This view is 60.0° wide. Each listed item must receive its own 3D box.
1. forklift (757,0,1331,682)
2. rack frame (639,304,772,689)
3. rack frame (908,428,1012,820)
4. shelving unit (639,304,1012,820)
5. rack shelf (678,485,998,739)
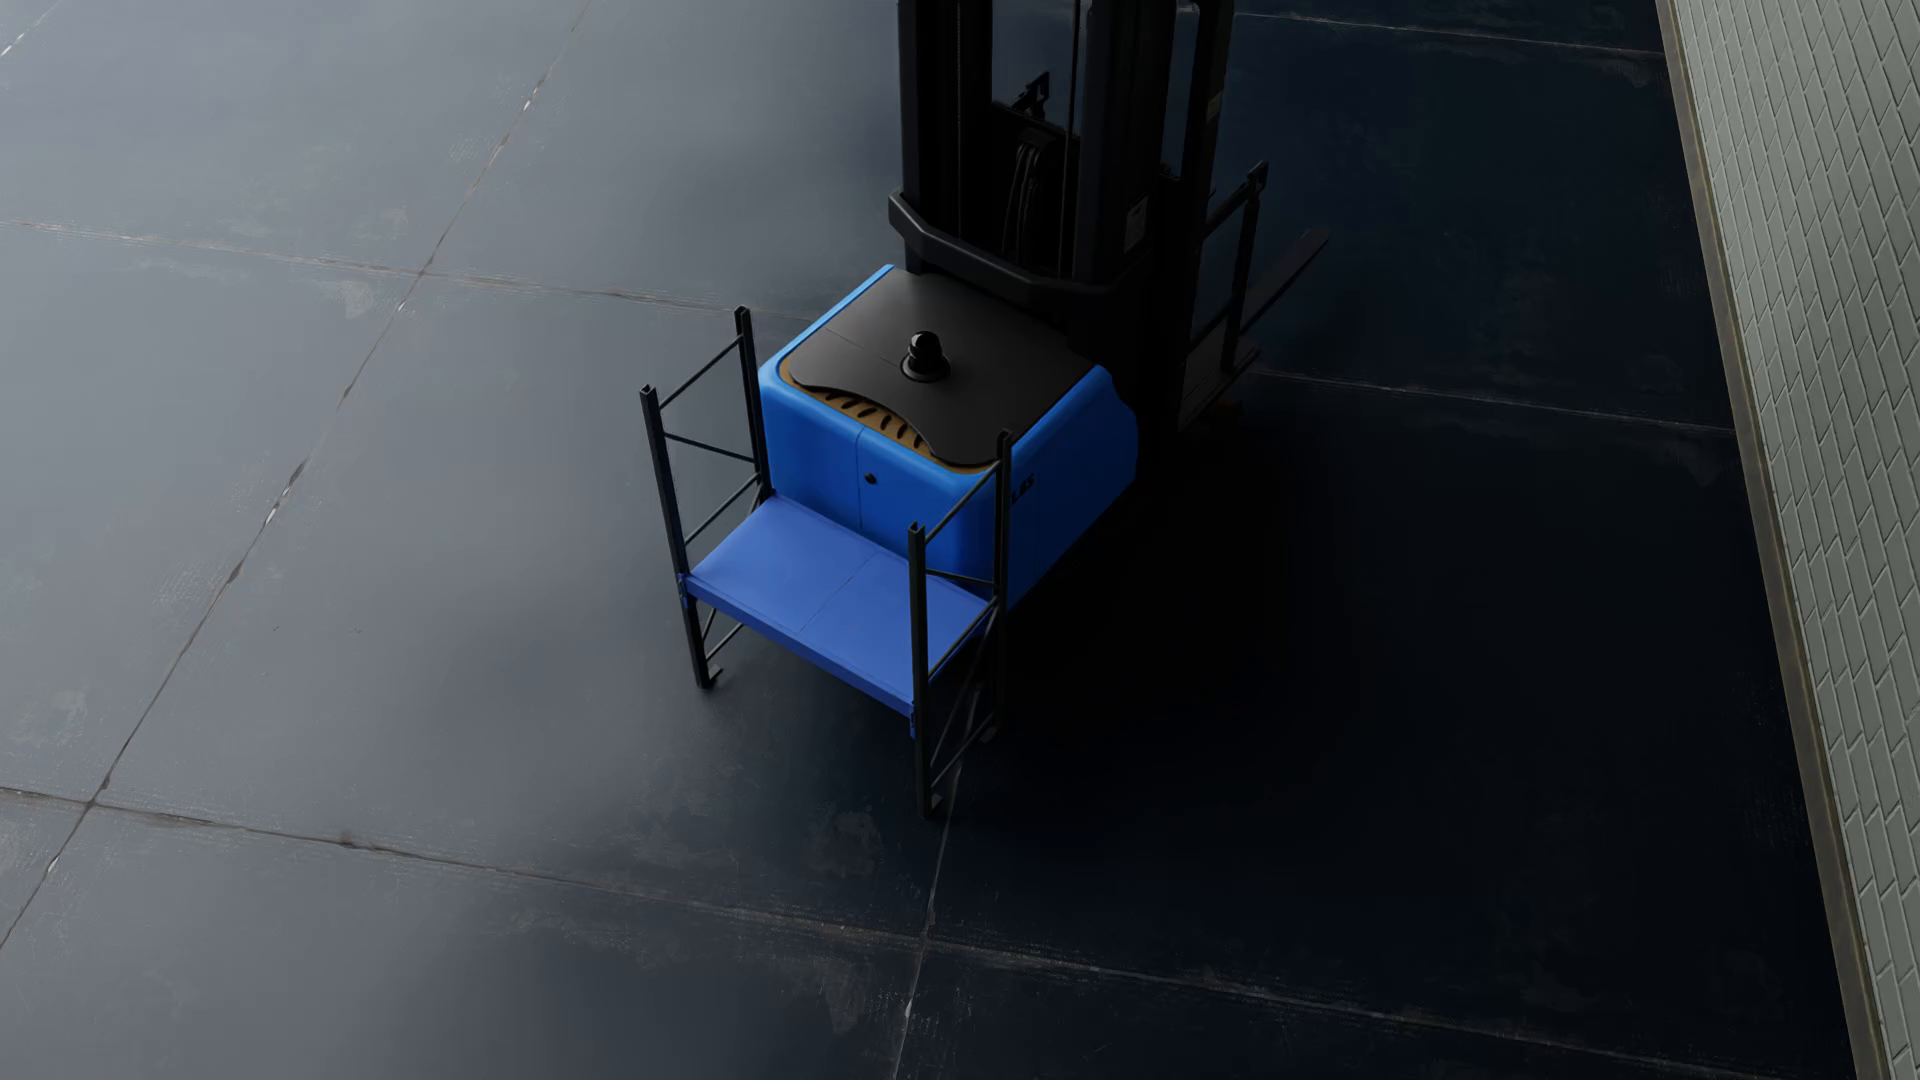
[{"bbox_3d":[0.547,-1.509,6.107,1.130,2.935,3.031,29,54,24],"label":"forklift"},{"bbox_3d":[-0.834,-0.104,5.807,0.032,1.500,0.500,27,54,22],"label":"rack frame"},{"bbox_3d":[0.004,0.323,5.423,0.032,1.500,0.500,27,54,22],"label":"rack frame"},{"bbox_3d":[-0.415,0.109,5.615,1.048,1.500,0.538,27,54,22],"label":"shelving unit"},{"bbox_3d":[-0.415,0.230,5.749,1.000,0.185,0.538,27,54,22],"label":"rack shelf"}]
